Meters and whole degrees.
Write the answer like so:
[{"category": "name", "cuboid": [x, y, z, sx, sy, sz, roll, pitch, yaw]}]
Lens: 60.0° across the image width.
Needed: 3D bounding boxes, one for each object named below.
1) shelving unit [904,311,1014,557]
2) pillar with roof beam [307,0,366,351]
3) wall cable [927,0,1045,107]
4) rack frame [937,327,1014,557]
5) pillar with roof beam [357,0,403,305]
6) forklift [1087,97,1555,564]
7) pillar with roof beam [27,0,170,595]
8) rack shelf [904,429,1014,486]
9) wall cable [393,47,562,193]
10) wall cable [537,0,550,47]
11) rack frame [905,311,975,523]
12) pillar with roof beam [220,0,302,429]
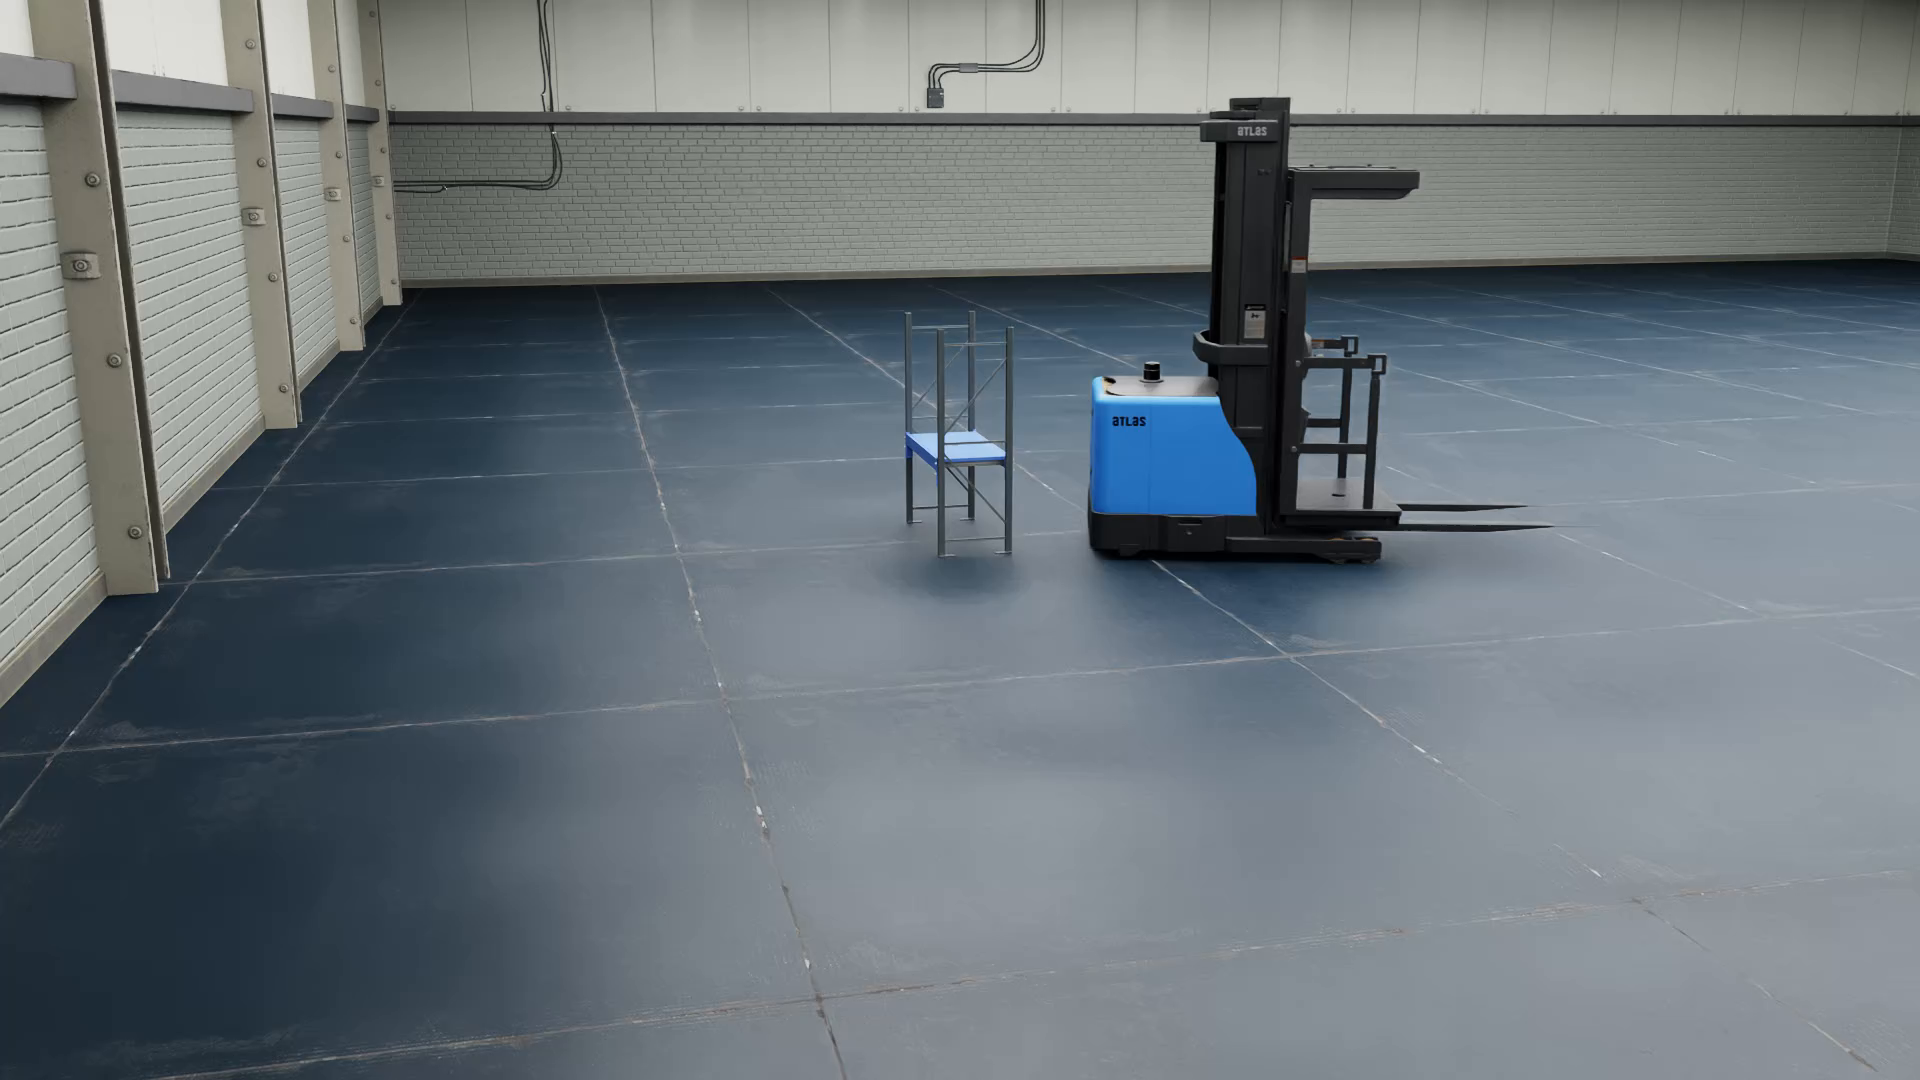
[{"category": "shelving unit", "cuboid": [-0.020, -0.748, 11.330, 0.538, 1.500, 1.048, -3, 14, -13]}, {"category": "pillar with roof beam", "cuboid": [-3.719, -7.097, 21.514, 9.100, 9.000, 0.400, -3, 14, -13]}, {"category": "wall cable", "cuboid": [0.512, -11.172, 31.028, 2.305, 6.003, 0.169, -3, 14, -13]}, {"category": "rack frame", "cuboid": [0.099, -0.631, 10.850, 0.500, 1.500, 0.032, -3, 14, -13]}, {"category": "pillar with roof beam", "cuboid": [-5.128, -8.481, 27.180, 9.100, 9.000, 0.400, -3, 14, -13]}, {"category": "forklift", "cuboid": [2.395, -1.398, 10.972, 3.031, 2.935, 1.130, 1, 14, 3]}, {"category": "pillar with roof beam", "cuboid": [-0.901, -4.328, 10.183, 9.100, 9.000, 0.400, -3, 14, -13]}, {"category": "rack shelf", "cuboid": [-0.020, -0.574, 11.372, 0.538, 0.185, 1.000, -3, 14, -13]}, {"category": "wall cable", "cuboid": [-8.719, -7.486, 29.649, 3.097, 2.526, 0.112, -3, 14, -13]}, {"category": "wall cable", "cuboid": [-6.090, -10.090, 29.667, 3.097, 2.526, 0.112, -3, 14, -13]}, {"category": "rack frame", "cuboid": [-0.139, -0.866, 11.810, 0.500, 1.500, 0.032, -3, 14, -13]}, {"category": "pillar with roof beam", "cuboid": [-2.310, -5.713, 15.848, 9.100, 9.000, 0.400, -3, 14, -13]}]
